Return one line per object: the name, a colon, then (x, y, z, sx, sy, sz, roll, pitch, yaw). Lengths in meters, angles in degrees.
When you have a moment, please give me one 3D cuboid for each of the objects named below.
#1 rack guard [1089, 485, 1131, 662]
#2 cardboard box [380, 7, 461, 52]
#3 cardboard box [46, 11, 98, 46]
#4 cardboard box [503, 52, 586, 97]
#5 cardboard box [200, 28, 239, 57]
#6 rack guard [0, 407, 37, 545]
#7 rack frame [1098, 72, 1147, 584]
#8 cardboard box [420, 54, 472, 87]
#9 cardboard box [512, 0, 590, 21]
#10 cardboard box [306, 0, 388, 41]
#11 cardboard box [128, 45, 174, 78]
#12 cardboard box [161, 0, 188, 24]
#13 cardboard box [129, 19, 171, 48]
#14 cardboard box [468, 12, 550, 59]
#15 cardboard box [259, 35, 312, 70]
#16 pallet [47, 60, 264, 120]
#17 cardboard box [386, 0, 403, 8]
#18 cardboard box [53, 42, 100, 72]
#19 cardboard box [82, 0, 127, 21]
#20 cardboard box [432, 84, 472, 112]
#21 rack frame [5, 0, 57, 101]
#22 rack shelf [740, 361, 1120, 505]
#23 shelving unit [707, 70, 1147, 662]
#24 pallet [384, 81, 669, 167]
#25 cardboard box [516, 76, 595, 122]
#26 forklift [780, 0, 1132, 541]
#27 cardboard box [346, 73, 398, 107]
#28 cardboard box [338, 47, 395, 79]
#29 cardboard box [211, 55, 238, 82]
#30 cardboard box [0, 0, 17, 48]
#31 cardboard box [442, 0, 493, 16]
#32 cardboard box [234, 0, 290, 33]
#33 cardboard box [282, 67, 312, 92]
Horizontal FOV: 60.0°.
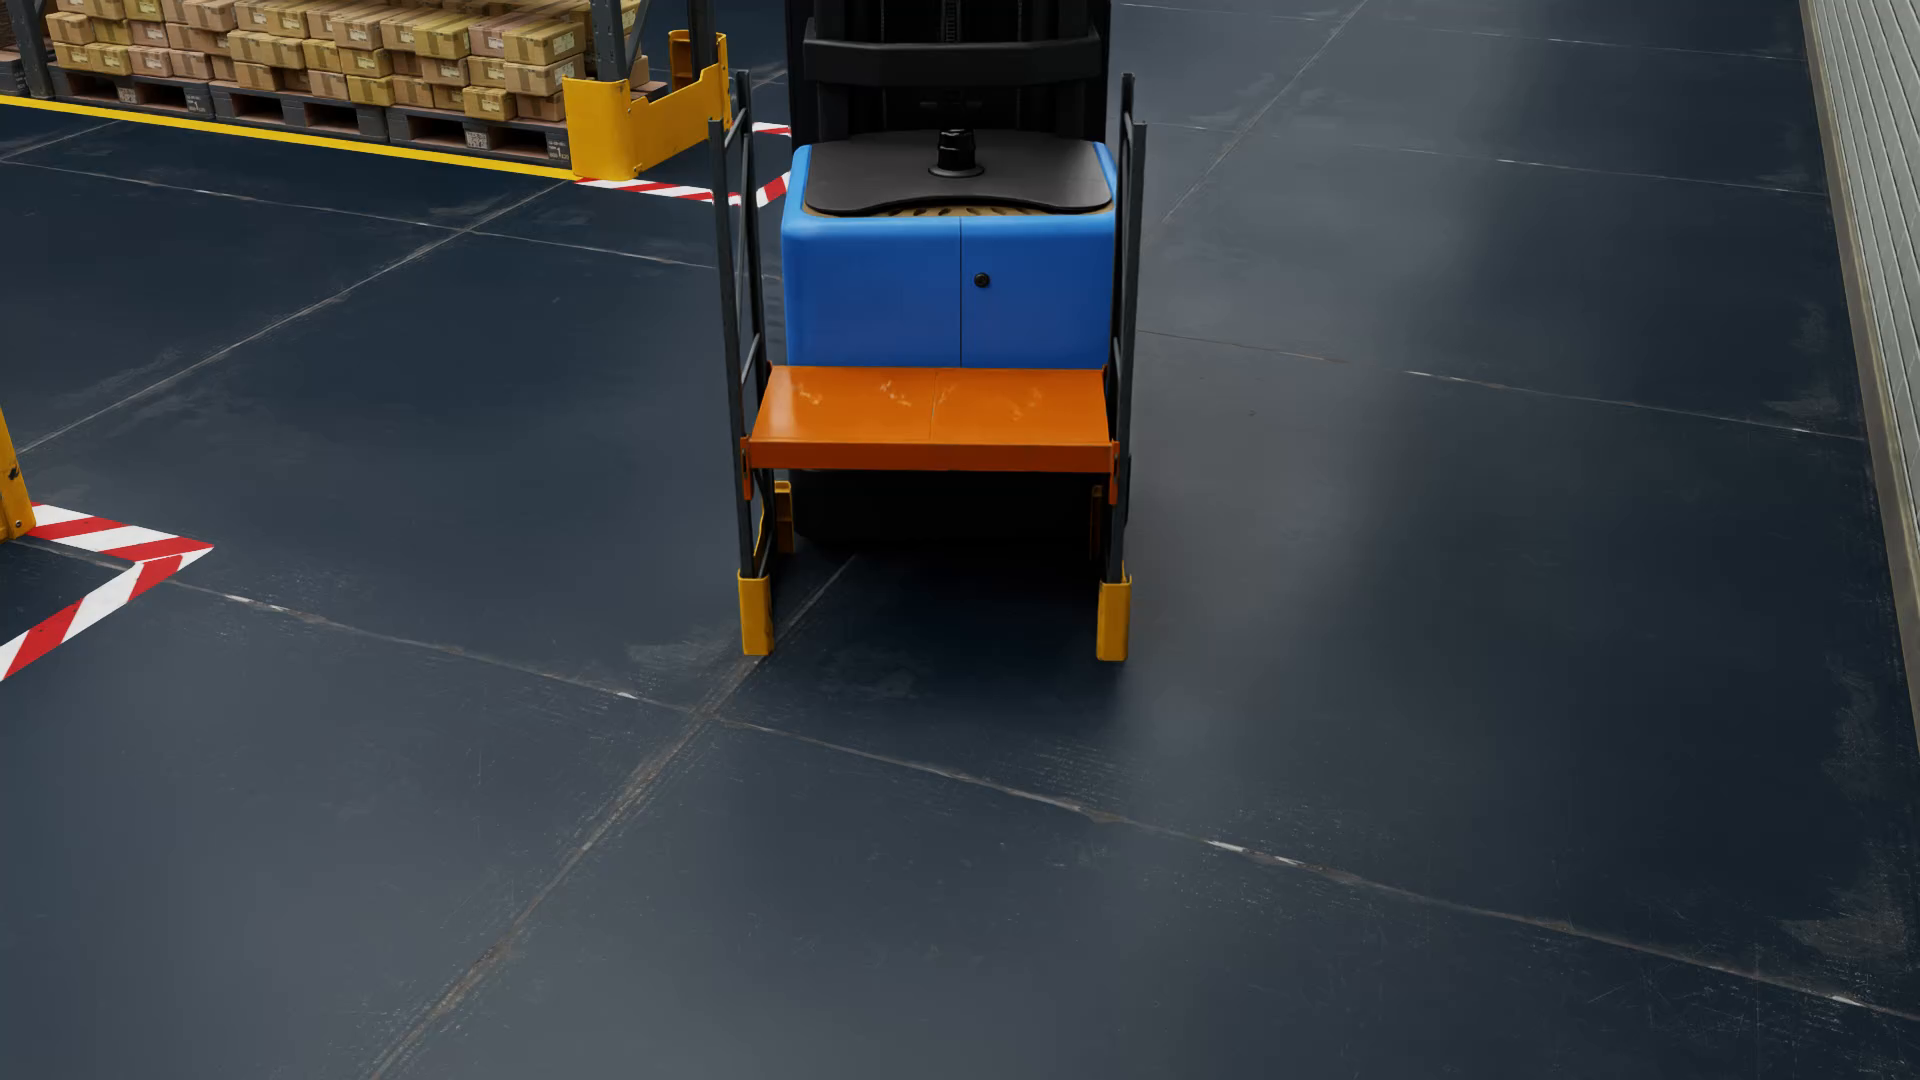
rack guard: (0.434, 0.087, 4.842, 0.087, 0.250, 0.587, 1, 29, 1)
cardboard box: (-2.876, -2.732, 8.900, 0.250, 0.149, 0.380, 10, 31, 17)
cardboard box: (-5.066, -3.007, 9.690, 0.250, 0.149, 0.380, 13, 32, 21)
cardboard box: (-2.171, -2.448, 8.700, 0.250, 0.149, 0.380, 10, 31, 18)
cardboard box: (-4.063, -2.860, 9.429, 0.250, 0.149, 0.380, 13, 32, 21)
rack guard: (-3.320, -0.041, 4.814, 0.348, 0.500, 1.175, 11, 31, 19)
rack frame: (0.435, -0.457, 4.534, 0.032, 1.500, 0.500, 1, 29, 1)
cardboard box: (-2.654, -2.543, 8.869, 0.250, 0.149, 0.380, 10, 31, 17)
cardboard box: (-2.233, -2.858, 9.123, 0.250, 0.149, 0.380, 12, 32, 20)
cardboard box: (-3.348, -2.855, 9.119, 0.250, 0.149, 0.380, 10, 31, 17)
cardboard box: (-4.568, -2.805, 9.635, 0.250, 0.149, 0.380, 11, 31, 19)
cardboard box: (-4.304, -3.051, 9.466, 0.250, 0.149, 0.380, 10, 31, 18)
cardboard box: (-4.558, -2.973, 9.629, 0.250, 0.149, 0.380, 11, 31, 19)
cardboard box: (-2.372, -2.665, 8.782, 0.250, 0.149, 0.380, 12, 32, 20)
cardboard box: (-3.634, -2.727, 9.195, 0.250, 0.149, 0.380, 12, 31, 20)
pallet: (-4.646, -2.827, 10.037, 1.213, 0.211, 1.003, 11, 31, 19)
cardboard box: (-3.160, -3.096, 9.545, 0.250, 0.149, 0.380, 12, 32, 20)
cardboard box: (-5.065, -2.877, 9.762, 0.250, 0.149, 0.380, 10, 31, 17)
cardboard box: (-4.807, -3.114, 9.576, 0.250, 0.149, 0.380, 13, 32, 22)
cardboard box: (-2.630, -2.443, 8.993, 0.250, 0.149, 0.380, 11, 31, 19)
rack frame: (-5.281, -4.149, 9.542, 0.127, 3.000, 1.000, 11, 31, 19)
rack shelf: (-0.073, -0.307, 4.635, 1.000, 0.185, 0.538, 1, 29, 1)
shelving unit: (-0.064, -0.464, 4.546, 1.083, 1.500, 0.587, 1, 29, 1)
pallet: (-2.385, -2.376, 9.238, 1.213, 0.211, 1.003, 11, 31, 19)
cardboard box: (-2.141, -2.353, 8.835, 0.250, 0.149, 0.380, 12, 32, 20)
forklift: (-0.050, -1.963, 5.744, 1.130, 2.935, 3.031, -1, 29, -2)
cardboard box: (-3.124, -2.501, 9.097, 0.250, 0.149, 0.380, 10, 31, 17)
cardboard box: (-3.138, -2.633, 9.028, 0.250, 0.149, 0.380, 12, 32, 20)
cardboard box: (-4.052, -2.747, 9.533, 0.250, 0.149, 0.380, 10, 31, 17)
cardboard box: (-6.062, -3.266, 10.093, 0.500, 0.500, 0.500, 11, 31, 18)
cardboard box: (-2.680, -2.971, 9.324, 0.250, 0.149, 0.380, 10, 31, 17)
cardboard box: (-3.815, -2.954, 9.294, 0.250, 0.149, 0.380, 10, 31, 17)
cardboard box: (-3.575, -2.642, 9.346, 0.250, 0.149, 0.380, 12, 32, 21)
